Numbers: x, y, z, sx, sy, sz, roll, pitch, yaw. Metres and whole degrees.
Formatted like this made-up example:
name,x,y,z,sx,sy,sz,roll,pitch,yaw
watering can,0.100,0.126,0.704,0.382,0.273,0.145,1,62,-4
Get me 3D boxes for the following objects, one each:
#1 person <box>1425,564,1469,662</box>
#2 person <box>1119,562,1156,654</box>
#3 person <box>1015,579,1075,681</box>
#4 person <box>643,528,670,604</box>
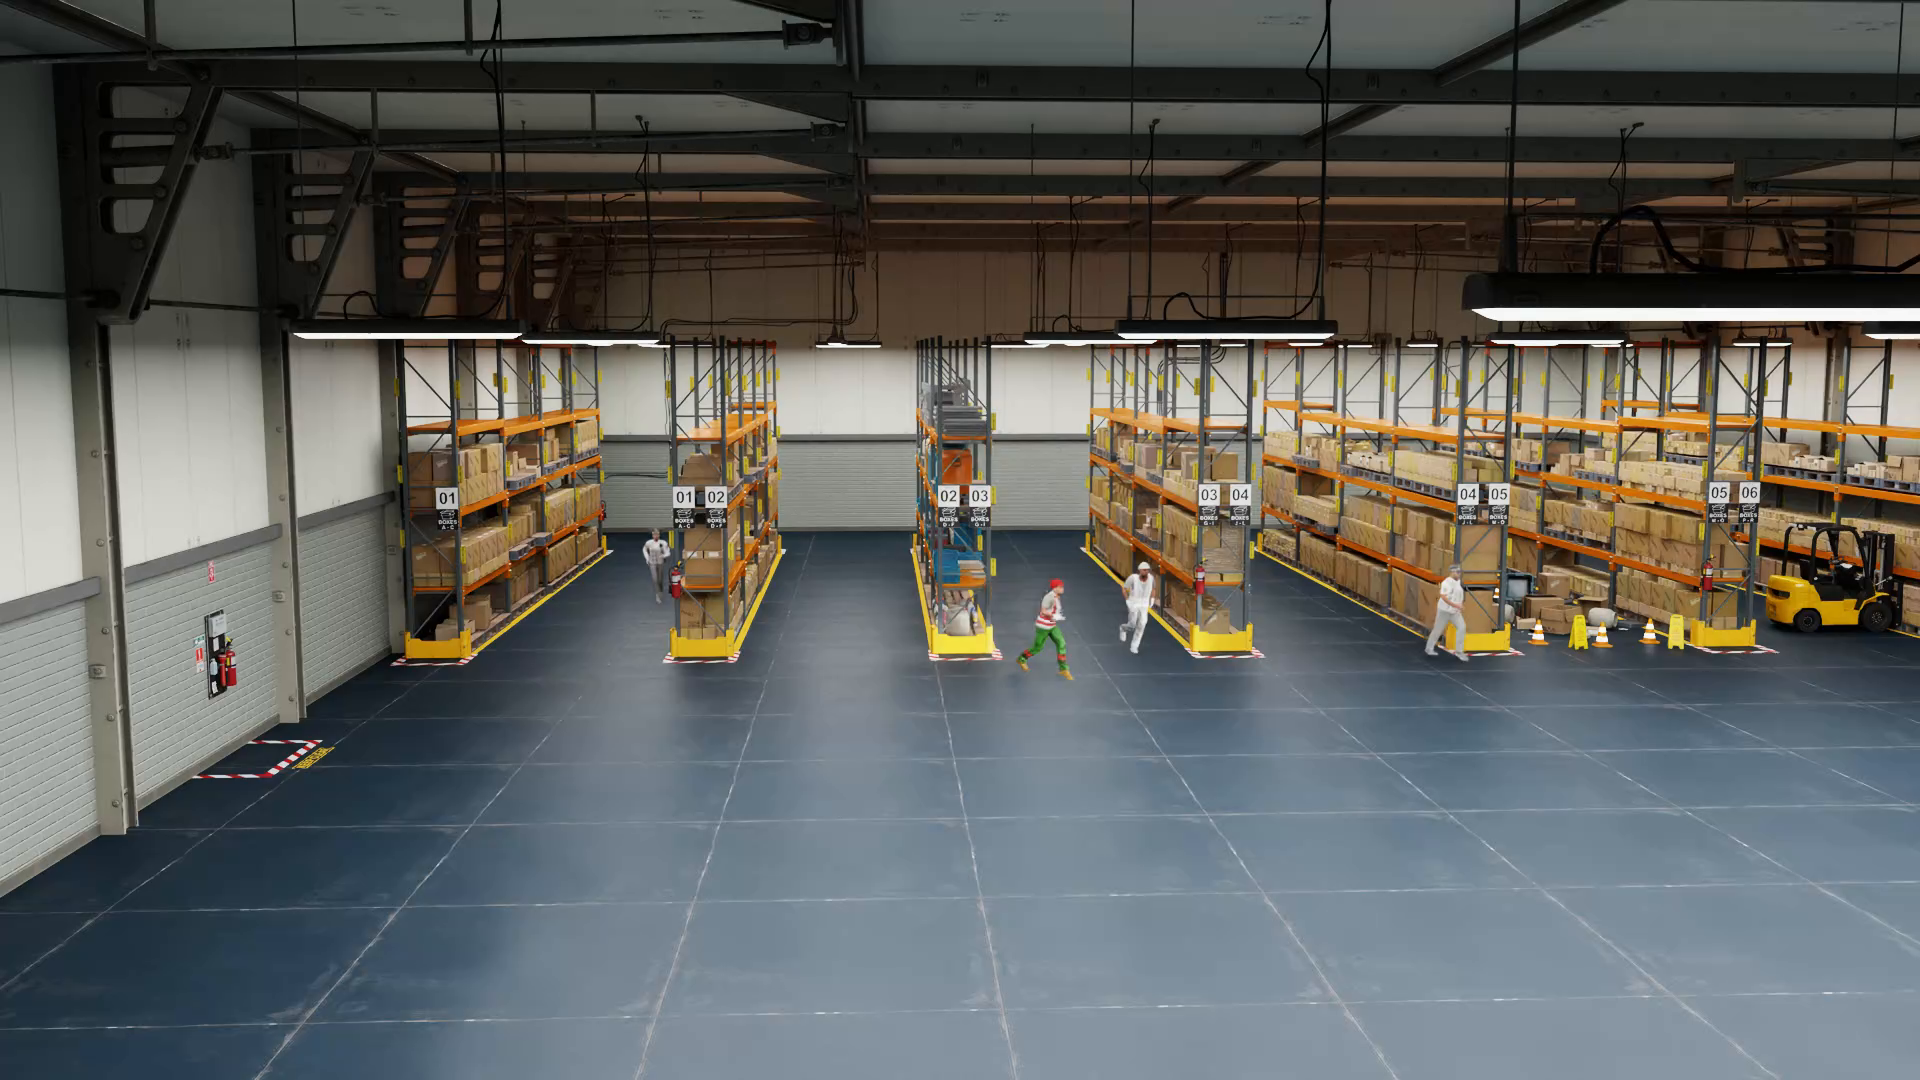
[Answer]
name,x,y,z,sx,sy,sz,roll,pitch,yaw
person,9.093,1.323,30.861,0.608,1.778,0.848,-5,8,-36
person,3.411,1.261,31.942,0.696,1.732,0.806,-3,7,-22
person,1.487,1.549,29.106,1.125,1.778,0.659,4,7,30
person,-6.936,0.562,38.045,0.624,1.692,0.818,-1,7,-9
